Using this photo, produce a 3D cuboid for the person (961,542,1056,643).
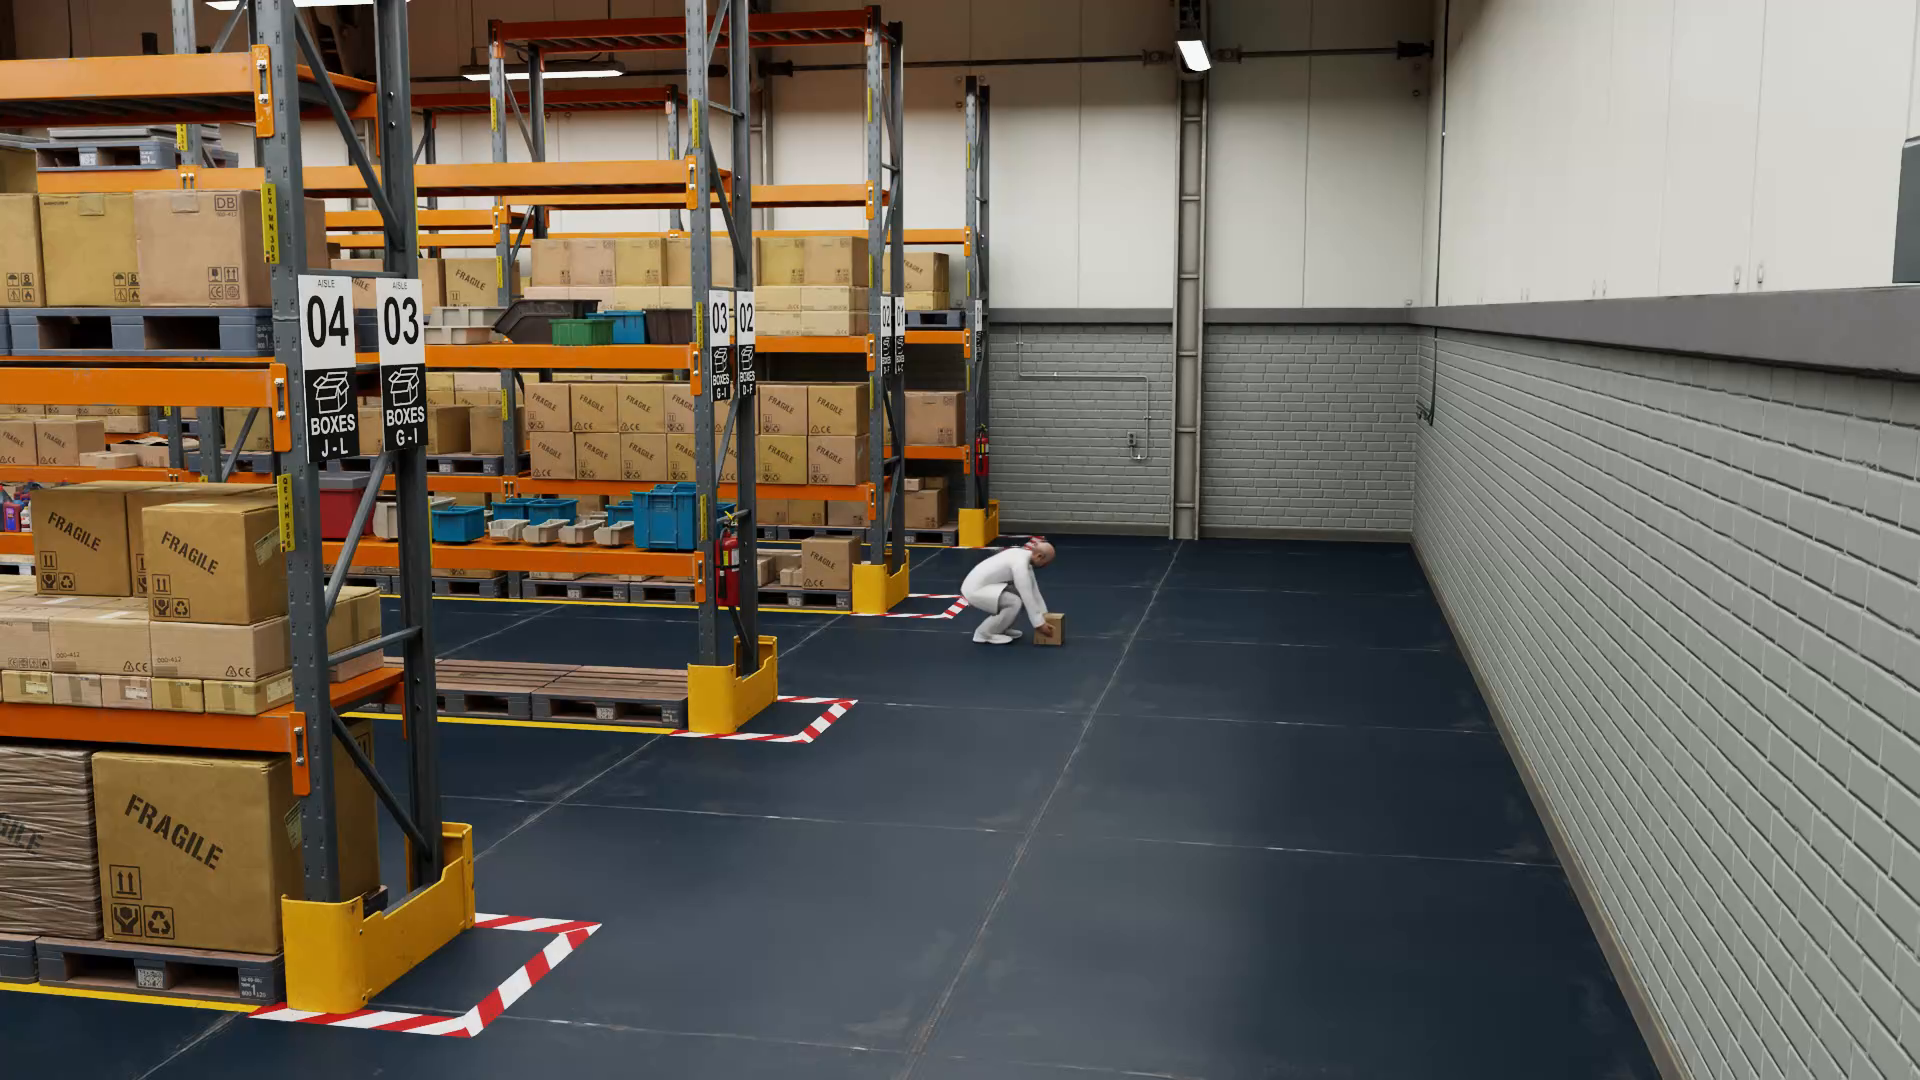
[{"bbox_3d":[0.467,0.480,15.489,0.906,0.931,0.610,2,8,11],"label":"person"}]
